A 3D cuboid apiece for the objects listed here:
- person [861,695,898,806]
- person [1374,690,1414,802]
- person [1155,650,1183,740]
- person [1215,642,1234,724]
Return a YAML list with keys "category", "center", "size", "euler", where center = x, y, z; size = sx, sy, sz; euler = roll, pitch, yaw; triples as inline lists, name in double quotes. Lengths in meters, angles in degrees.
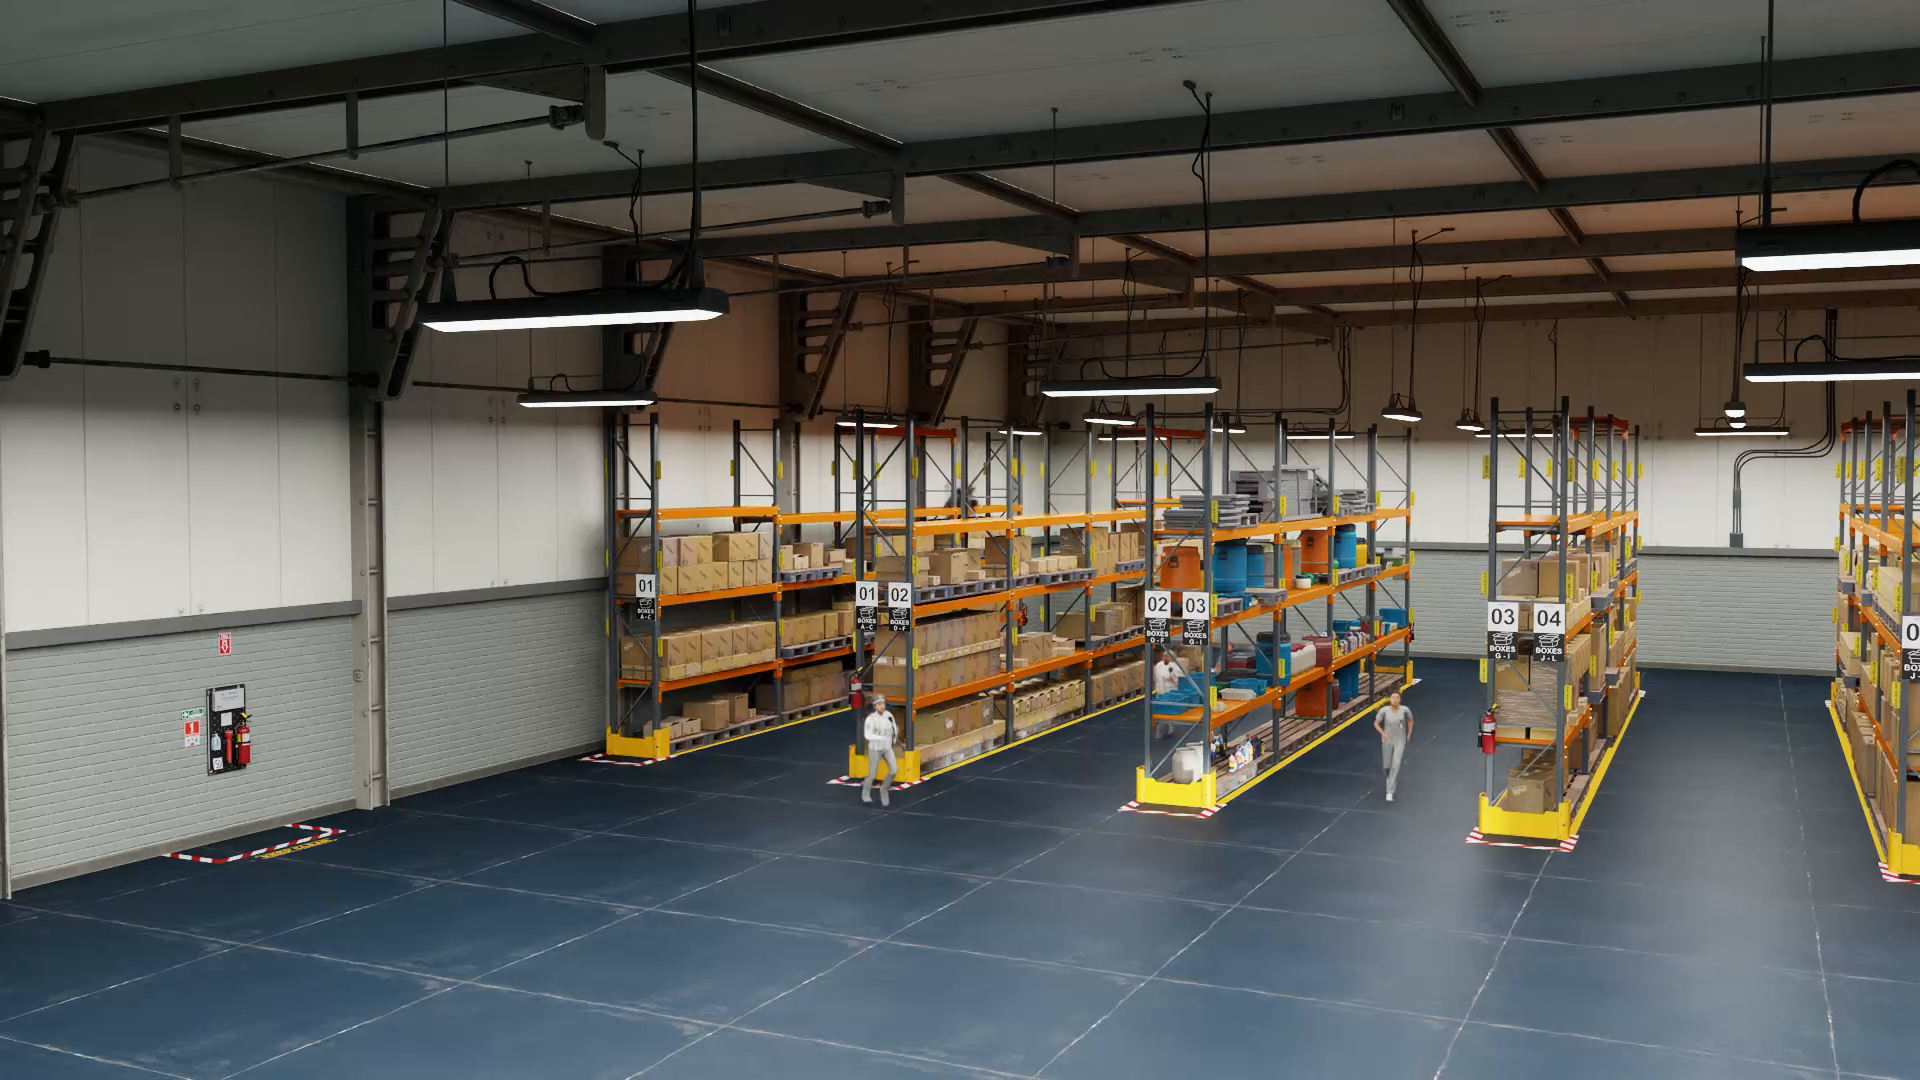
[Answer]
- category: "person"
  center: [-1.163, 3.110, 24.695]
  size: [0.620, 1.670, 0.827]
  euler: [-1, 3, -27]
- category: "person"
  center: [6.645, 3.111, 25.471]
  size: [0.588, 1.660, 0.907]
  euler: [1, 2, 12]
- category: "person"
  center: [3.895, 2.884, 31.060]
  size: [0.585, 1.699, 0.768]
  euler: [1, 3, 21]
- category: "person"
  center: [5.346, 2.825, 33.042]
  size: [0.616, 1.606, 0.550]
  euler: [1, 3, 25]
